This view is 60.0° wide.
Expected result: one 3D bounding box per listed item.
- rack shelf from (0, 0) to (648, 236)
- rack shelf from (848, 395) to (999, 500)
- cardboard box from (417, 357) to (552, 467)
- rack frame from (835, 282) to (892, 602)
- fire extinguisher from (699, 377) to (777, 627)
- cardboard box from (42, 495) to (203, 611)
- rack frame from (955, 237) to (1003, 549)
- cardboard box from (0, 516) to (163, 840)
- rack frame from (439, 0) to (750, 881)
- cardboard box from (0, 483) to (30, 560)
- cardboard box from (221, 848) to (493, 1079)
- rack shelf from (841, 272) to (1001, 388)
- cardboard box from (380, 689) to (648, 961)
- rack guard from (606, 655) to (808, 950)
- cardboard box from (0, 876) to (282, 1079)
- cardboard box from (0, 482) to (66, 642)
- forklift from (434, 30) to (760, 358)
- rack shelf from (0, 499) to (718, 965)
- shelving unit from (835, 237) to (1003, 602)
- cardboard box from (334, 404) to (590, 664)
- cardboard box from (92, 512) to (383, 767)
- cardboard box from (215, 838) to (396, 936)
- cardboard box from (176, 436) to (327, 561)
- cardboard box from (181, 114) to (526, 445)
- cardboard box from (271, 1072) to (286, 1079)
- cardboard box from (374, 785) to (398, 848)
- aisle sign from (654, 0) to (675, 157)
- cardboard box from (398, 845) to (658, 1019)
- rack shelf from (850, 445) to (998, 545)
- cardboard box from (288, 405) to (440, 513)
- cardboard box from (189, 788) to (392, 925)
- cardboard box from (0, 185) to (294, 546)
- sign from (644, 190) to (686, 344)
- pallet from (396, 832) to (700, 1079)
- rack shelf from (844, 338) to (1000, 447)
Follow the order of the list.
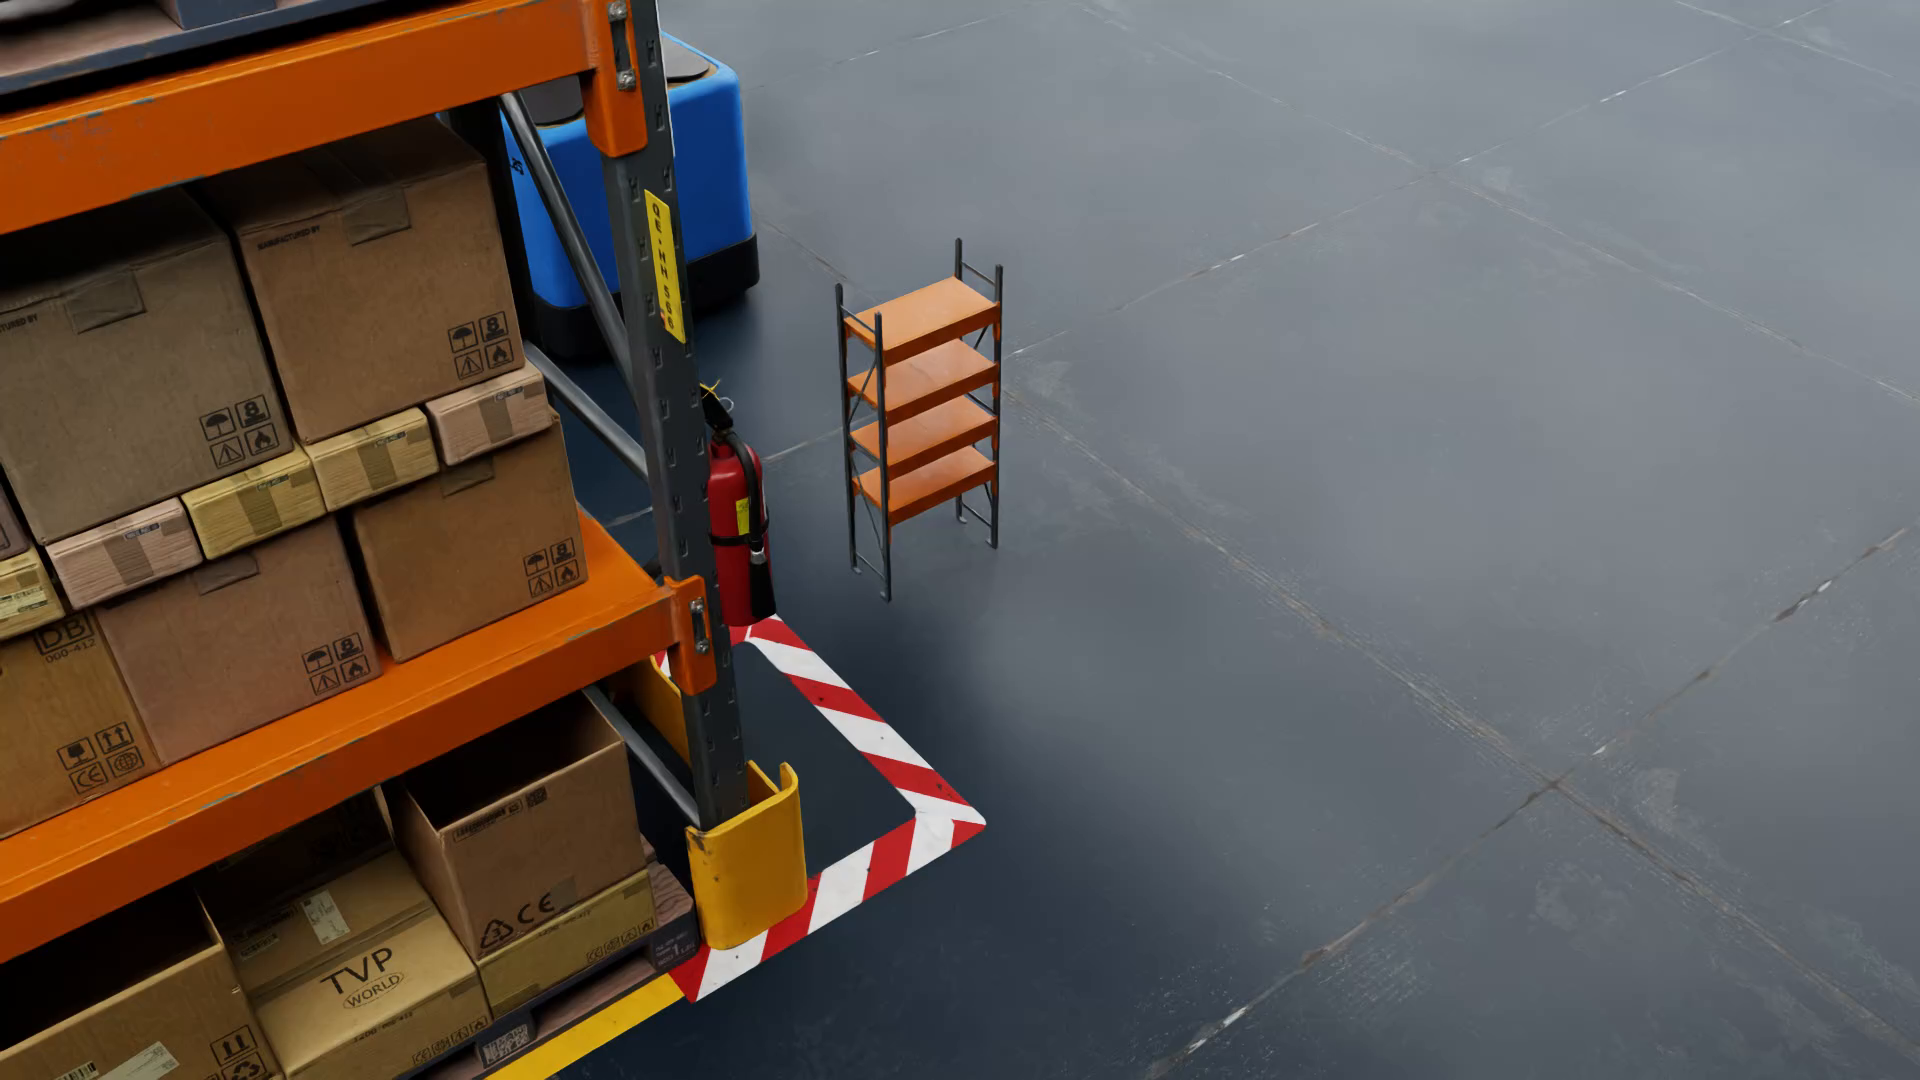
[{"bbox_3d":[-2.523,-0.417,2.595,4.000,0.370,1.077,-26,46,-28],"label":"rack shelf"},{"bbox_3d":[-0.131,-0.348,5.834,0.480,0.148,0.258,-26,46,-28],"label":"rack shelf"},{"bbox_3d":[-1.124,-0.354,3.726,0.250,0.149,0.380,-27,46,-29],"label":"cardboard box"},{"bbox_3d":[-0.325,-0.306,5.677,0.015,1.200,0.240,-26,46,-28],"label":"rack frame"},{"bbox_3d":[-0.560,-0.090,4.056,0.183,0.674,0.296,-26,46,-28],"label":"fire extinguisher"},{"bbox_3d":[-1.734,-0.057,3.364,0.250,0.149,0.380,-25,46,-28],"label":"cardboard box"},{"bbox_3d":[0.062,-0.494,5.906,0.015,1.200,0.240,-26,46,-28],"label":"rack frame"},{"bbox_3d":[-2.126,0.222,3.536,0.500,0.500,0.700,-26,46,-28],"label":"cardboard box"},{"bbox_3d":[-0.937,-0.308,4.260,0.127,3.000,1.000,-26,46,-28],"label":"rack frame"},{"bbox_3d":[-2.170,-0.253,3.091,0.500,0.500,0.700,-26,46,-28],"label":"cardboard box"},{"bbox_3d":[-1.571,1.148,4.323,0.500,0.250,0.500,-26,46,-28],"label":"cardboard box"},{"bbox_3d":[-0.131,-0.704,5.542,0.480,0.148,0.258,-26,46,-28],"label":"rack shelf"},{"bbox_3d":[-1.181,0.660,4.326,0.500,0.500,0.500,-26,46,-28],"label":"cardboard box"},{"bbox_3d":[-0.918,0.649,5.065,0.348,0.500,1.175,-26,46,-28],"label":"rack guard"},{"bbox_3d":[-1.965,1.054,3.846,0.500,0.500,0.500,-26,46,-28],"label":"cardboard box"},{"bbox_3d":[-1.942,0.045,3.240,0.250,0.149,0.380,-25,45,-27],"label":"cardboard box"},{"bbox_3d":[-2.263,-2.766,7.311,1.130,2.935,3.031,-29,48,-31],"label":"forklift"},{"bbox_3d":[-2.523,0.743,3.546,4.000,0.370,1.077,-26,46,-28],"label":"rack shelf"},{"bbox_3d":[-0.131,-0.400,5.791,0.503,1.200,0.258,-26,46,-28],"label":"shelving unit"},{"bbox_3d":[-1.315,-0.173,4.017,0.500,0.500,0.700,-26,46,-28],"label":"cardboard box"},{"bbox_3d":[-1.729,0.033,3.766,0.500,0.500,0.700,-25,45,-27],"label":"cardboard box"},{"bbox_3d":[-1.892,0.883,4.645,0.500,0.250,0.500,-26,46,-28],"label":"cardboard box"},{"bbox_3d":[-1.533,-0.153,3.481,0.250,0.149,0.380,-27,46,-29],"label":"cardboard box"},{"bbox_3d":[-1.357,-0.654,3.580,0.500,0.500,0.700,-26,46,-28],"label":"cardboard box"},{"bbox_3d":[-1.967,1.342,4.086,0.500,0.250,0.500,-26,46,-28],"label":"cardboard box"},{"bbox_3d":[-1.498,0.688,4.883,0.500,0.250,0.500,-26,46,-28],"label":"cardboard box"},{"bbox_3d":[-0.706,-1.191,3.287,0.004,0.787,0.394,-26,46,-28],"label":"aisle sign"},{"bbox_3d":[-1.182,0.949,4.565,0.500,0.250,0.500,-26,46,-28],"label":"cardboard box"},{"bbox_3d":[-0.131,-0.194,5.960,0.480,0.148,0.258,-26,46,-28],"label":"rack shelf"},{"bbox_3d":[-1.331,-0.252,3.602,0.250,0.149,0.380,-25,45,-27],"label":"cardboard box"},{"bbox_3d":[-1.893,0.592,4.408,0.500,0.500,0.500,-26,46,-28],"label":"cardboard box"},{"bbox_3d":[-1.771,-0.448,3.329,0.500,0.500,0.700,-27,47,-29],"label":"cardboard box"},{"bbox_3d":[-0.618,-0.569,3.479,0.005,0.325,0.100,-26,46,-28],"label":"sign"},{"bbox_3d":[-1.518,1.087,4.759,1.213,0.211,1.003,-26,46,-28],"label":"pallet"},{"bbox_3d":[-0.131,-0.521,5.692,0.480,0.148,0.258,-26,46,-28],"label":"rack shelf"}]
